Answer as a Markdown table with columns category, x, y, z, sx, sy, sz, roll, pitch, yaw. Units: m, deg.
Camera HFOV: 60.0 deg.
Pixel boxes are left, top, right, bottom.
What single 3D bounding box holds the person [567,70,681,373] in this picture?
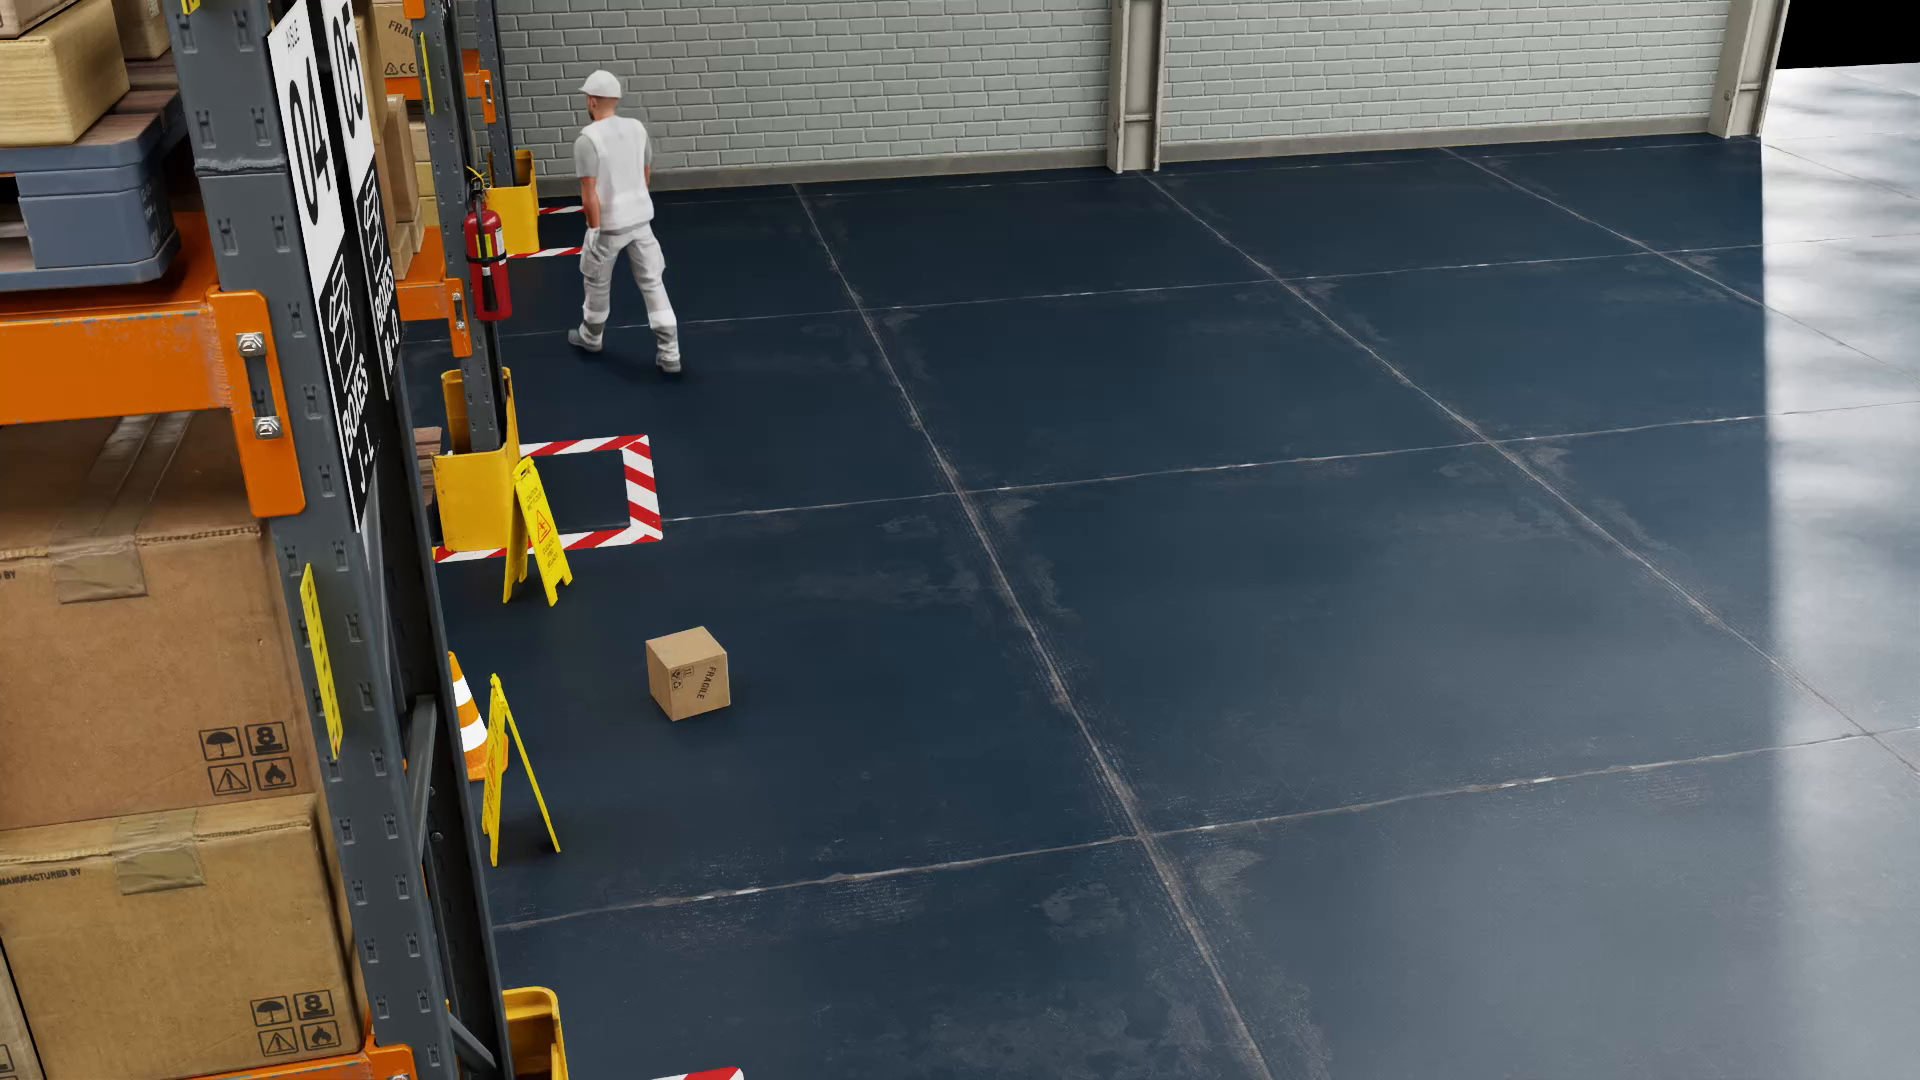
| category | x | y | z | sx | sy | sz | roll | pitch | yaw |
| --- | --- | --- | --- | --- | --- | --- | --- | --- | --- |
| person | -2.063 | -1.910 | 9.891 | 0.561 | 1.733 | 0.987 | -21 | 33 | -35 |
